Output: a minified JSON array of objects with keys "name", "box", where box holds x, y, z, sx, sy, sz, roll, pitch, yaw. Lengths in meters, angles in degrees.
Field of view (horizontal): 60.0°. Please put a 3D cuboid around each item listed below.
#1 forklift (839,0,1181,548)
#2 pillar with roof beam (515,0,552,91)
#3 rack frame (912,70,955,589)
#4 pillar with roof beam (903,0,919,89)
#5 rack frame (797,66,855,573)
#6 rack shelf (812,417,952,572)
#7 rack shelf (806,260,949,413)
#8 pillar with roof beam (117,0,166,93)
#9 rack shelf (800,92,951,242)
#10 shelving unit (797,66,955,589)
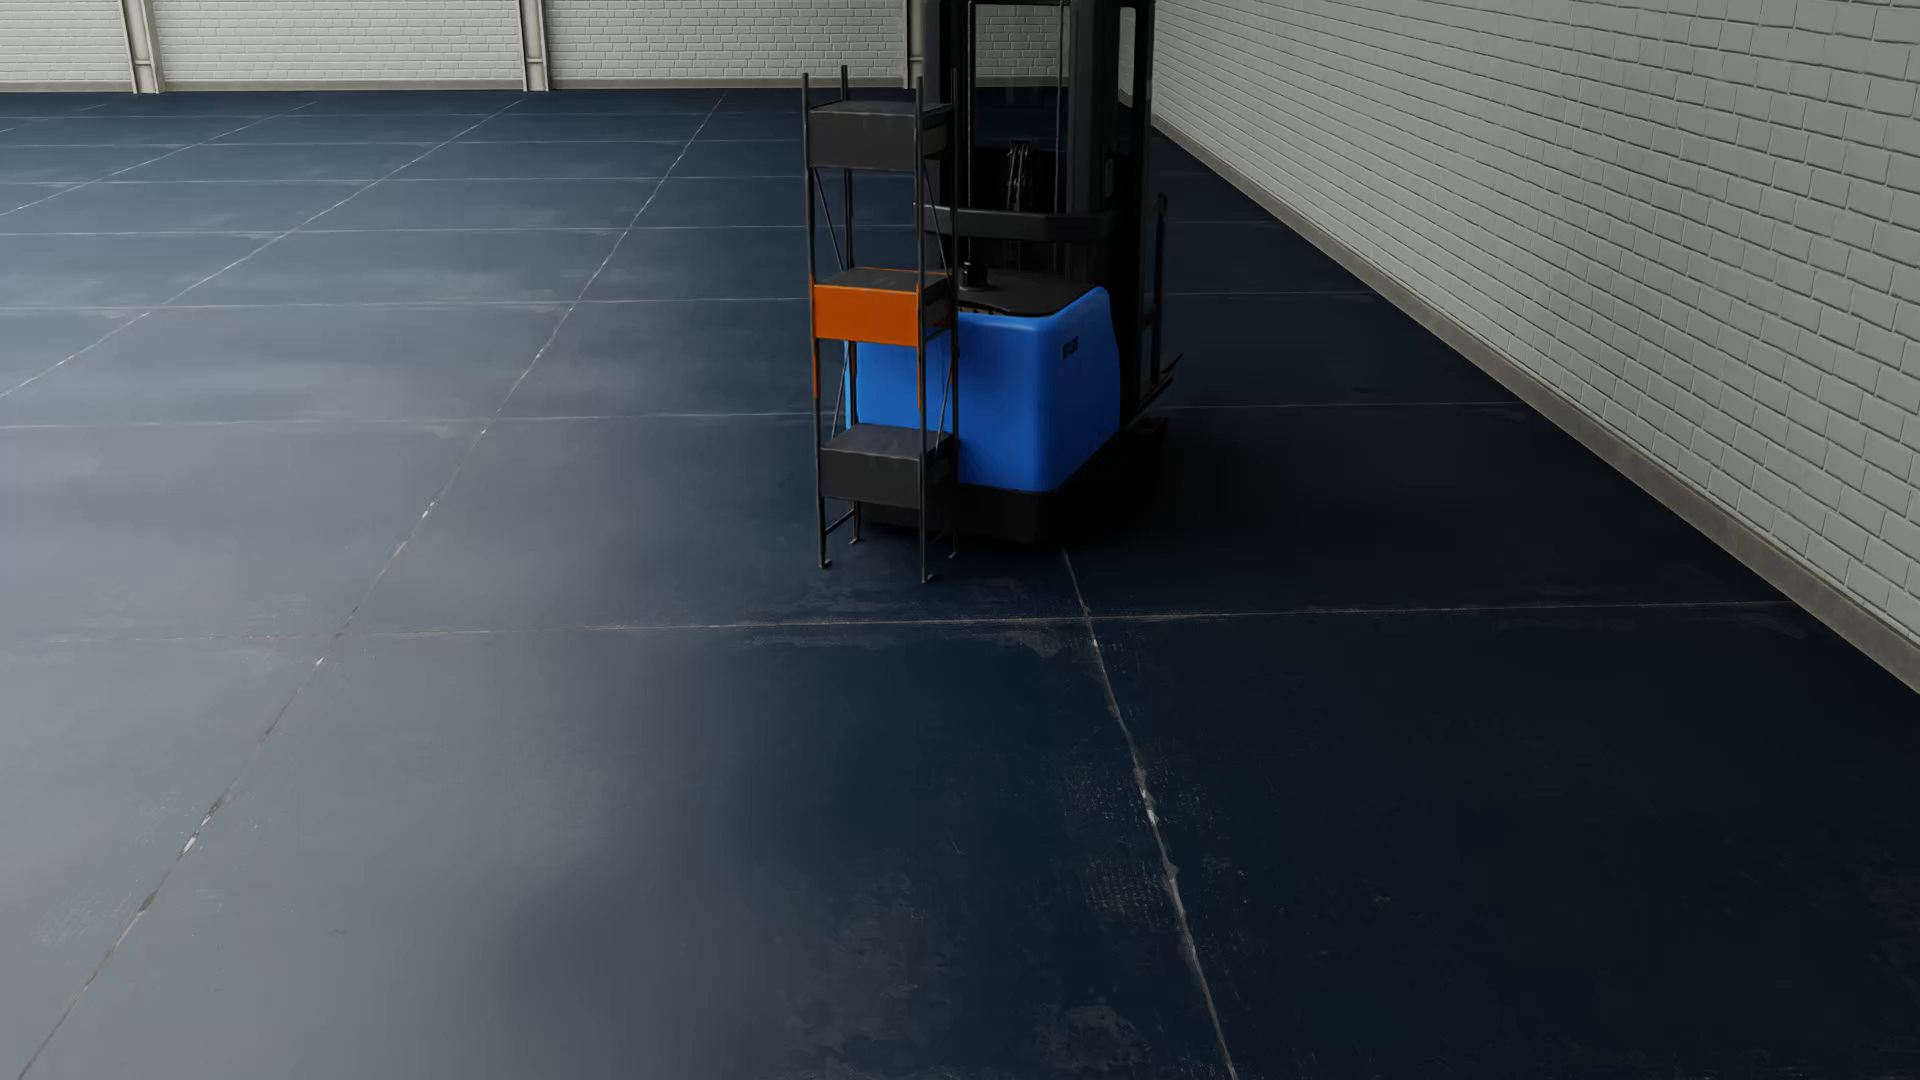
[{"name":"forklift","box":[0.454,-1.824,8.293,1.130,2.935,3.031,8,22,20]},{"name":"pillar with roof beam","box":[-6.444,-9.809,20.738,0.400,9.000,9.100,-1,21,-3]},{"name":"rack frame","box":[-0.102,-0.841,6.878,0.015,2.100,0.400,8,22,20]},{"name":"pillar with roof beam","box":[-0.454,-9.931,21.058,0.400,9.000,9.100,-1,21,-3]},{"name":"rack frame","box":[-0.557,-0.904,7.044,0.015,2.100,0.400,8,22,20]},{"name":"rack shelf","box":[-0.330,-0.205,7.215,0.480,0.518,0.431,8,22,20]},{"name":"rack shelf","box":[-0.330,-0.859,6.966,0.480,0.518,0.431,8,22,20]},{"name":"pillar with roof beam","box":[-12.434,-9.687,20.418,0.400,9.000,9.100,-1,21,-3]},{"name":"rack shelf","box":[-0.330,-1.514,6.716,0.480,0.518,0.431,8,22,20]},{"name":"shelving unit","box":[-0.330,-0.872,6.961,0.503,2.100,0.431,8,22,20]}]
